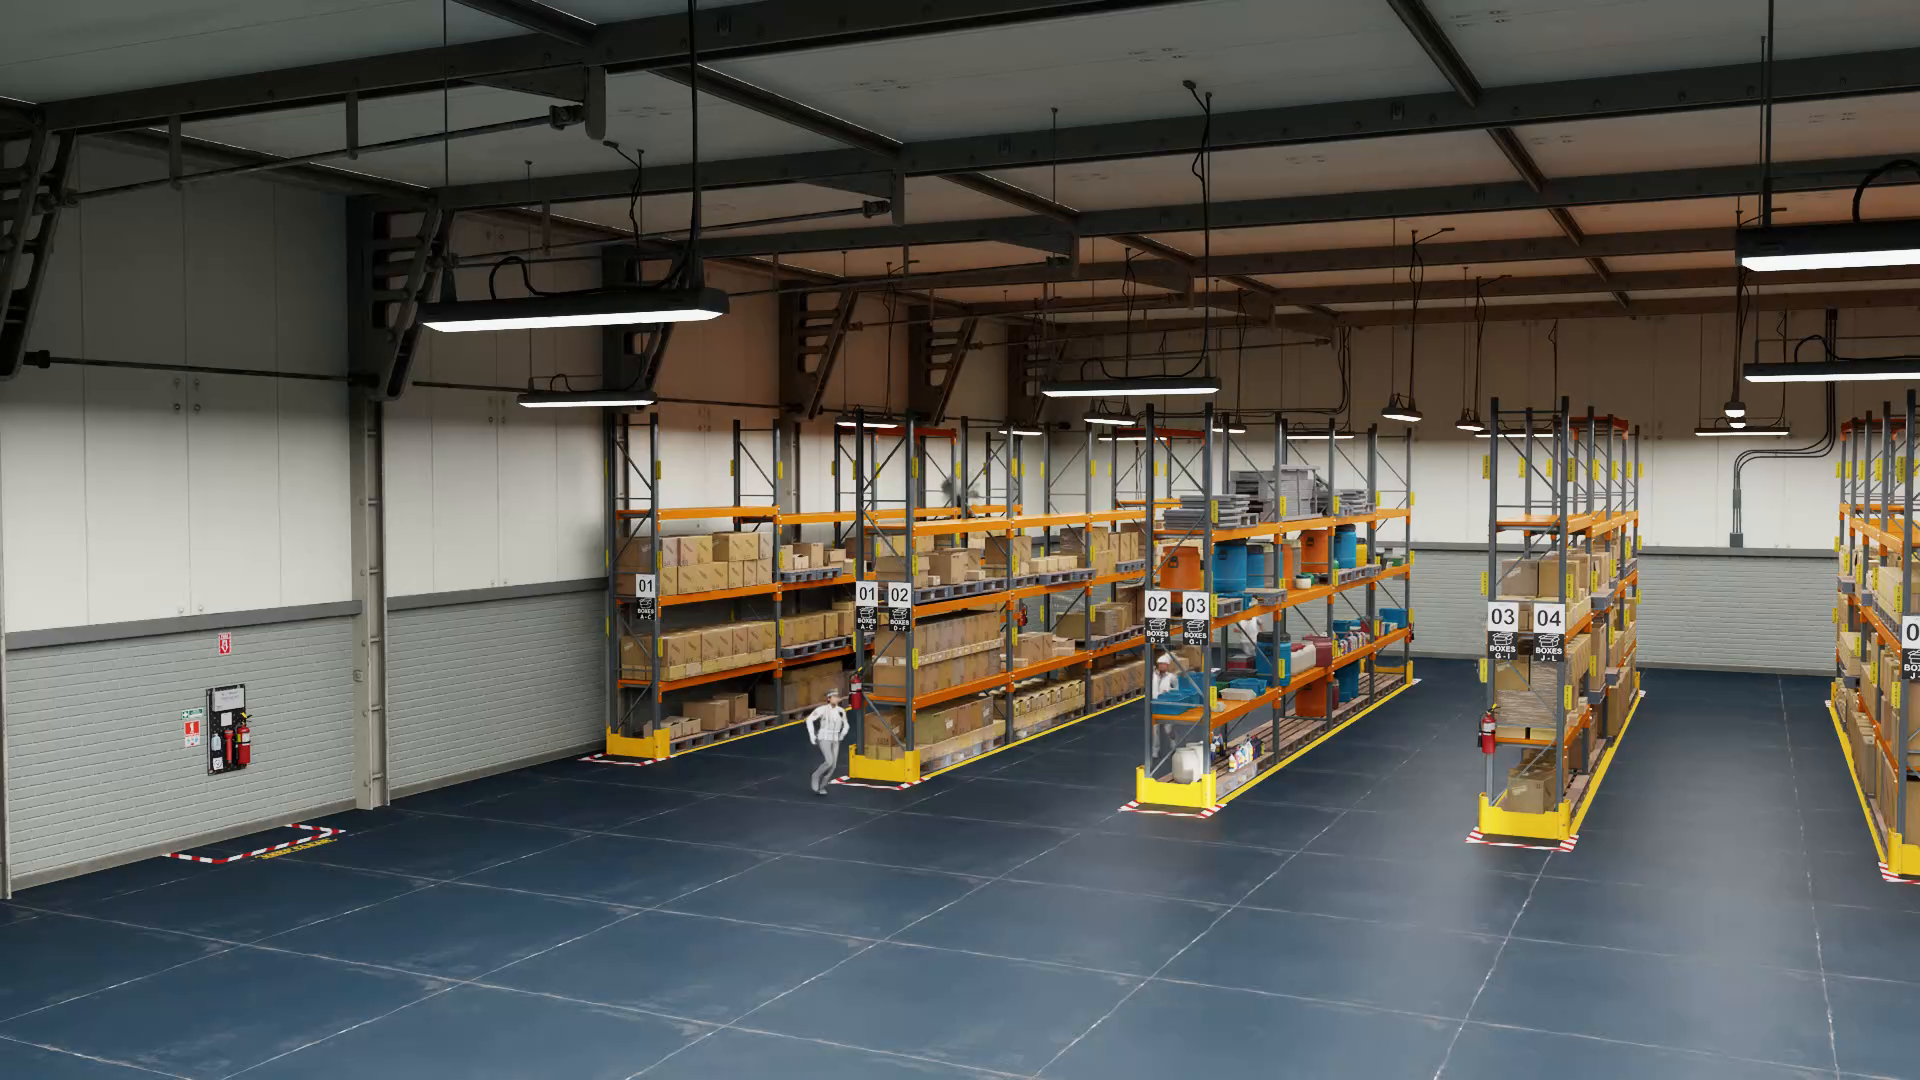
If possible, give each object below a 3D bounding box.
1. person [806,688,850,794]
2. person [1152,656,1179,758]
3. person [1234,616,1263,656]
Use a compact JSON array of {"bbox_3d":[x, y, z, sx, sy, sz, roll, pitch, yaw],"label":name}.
[{"bbox_3d":[-1.987,3.099,25.659,0.632,1.631,0.512,-2,3,-37],"label":"person"},{"bbox_3d":[3.532,2.901,29.031,0.663,1.748,0.896,1,3,25],"label":"person"},{"bbox_3d":[6.882,2.446,39.668,0.690,1.812,0.832,1,2,15],"label":"person"}]
